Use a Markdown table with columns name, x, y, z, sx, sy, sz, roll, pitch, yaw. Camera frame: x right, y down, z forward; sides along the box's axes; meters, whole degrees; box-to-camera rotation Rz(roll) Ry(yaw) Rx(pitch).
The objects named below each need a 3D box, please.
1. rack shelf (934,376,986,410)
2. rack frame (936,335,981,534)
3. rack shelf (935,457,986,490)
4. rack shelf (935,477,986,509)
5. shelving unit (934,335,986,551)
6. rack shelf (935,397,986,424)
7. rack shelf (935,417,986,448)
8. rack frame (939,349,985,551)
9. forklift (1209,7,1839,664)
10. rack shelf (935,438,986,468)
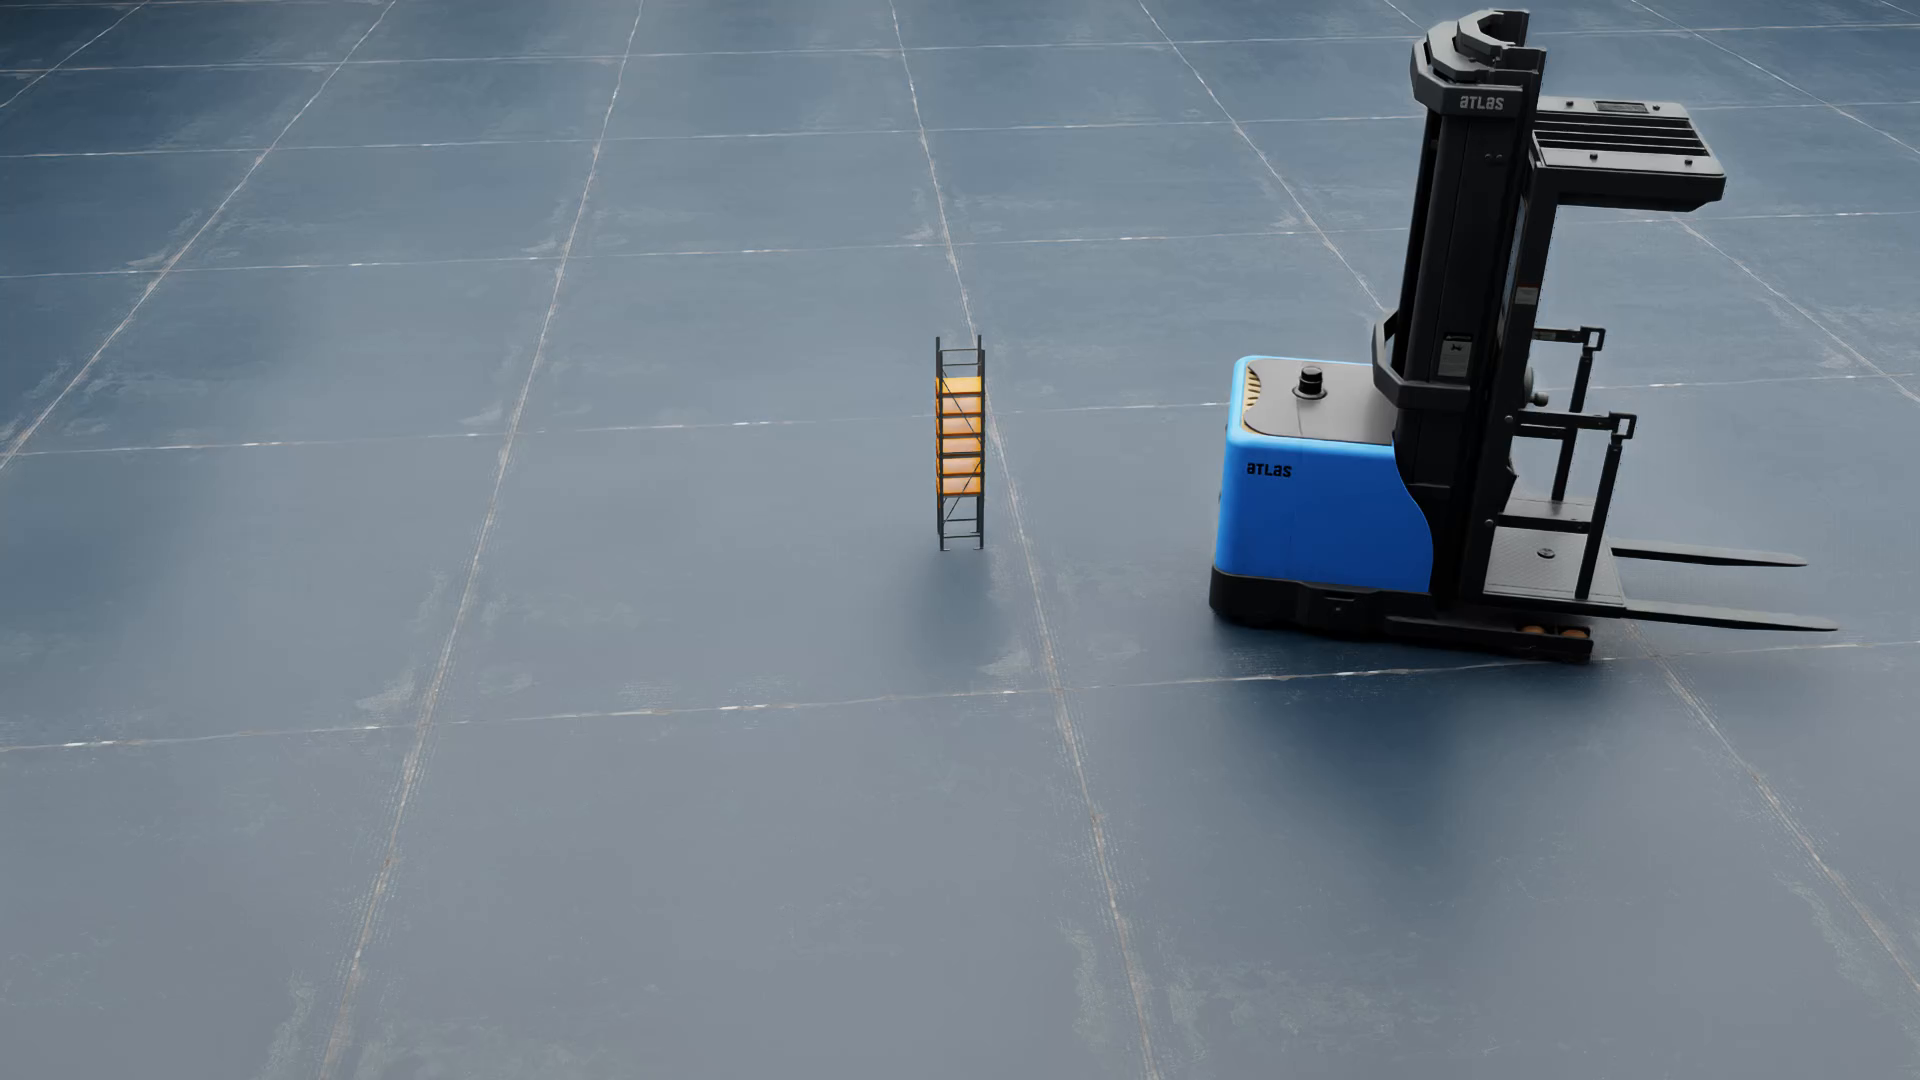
| name | x | y | z | sx | sy | sz | roll | pitch | yaw |
| --- | --- | --- | --- | --- | --- | --- | --- | --- | --- |
| rack shelf | 0.001 | -0.779 | 8.768 | 0.258 | 0.103 | 0.180 | -3 | 31 | -5 |
| rack frame | -0.007 | -0.554 | 9.008 | 0.240 | 1.200 | 0.006 | -3 | 31 | -5 |
| rack shelf | 0.001 | -0.367 | 9.014 | 0.258 | 0.103 | 0.180 | -3 | 31 | -5 |
| rack shelf | 0.001 | -0.264 | 9.076 | 0.258 | 0.103 | 0.180 | -3 | 31 | -5 |
| shelving unit | 0.001 | -0.508 | 8.930 | 0.258 | 1.200 | 0.189 | -3 | 31 | -5 |
| rack shelf | 0.001 | -0.676 | 8.830 | 0.258 | 0.103 | 0.180 | -3 | 31 | -5 |
| rack shelf | 0.001 | -0.573 | 8.891 | 0.258 | 0.103 | 0.180 | -3 | 31 | -5 |
| rack frame | 0.010 | -0.461 | 8.852 | 0.240 | 1.200 | 0.006 | -3 | 31 | -5 |
| forklift | 2.849 | -0.944 | 7.973 | 3.031 | 2.935 | 1.130 | 5 | 31 | 9 |
| rack shelf | 0.001 | -0.470 | 8.953 | 0.258 | 0.103 | 0.180 | -3 | 31 | -5 |
